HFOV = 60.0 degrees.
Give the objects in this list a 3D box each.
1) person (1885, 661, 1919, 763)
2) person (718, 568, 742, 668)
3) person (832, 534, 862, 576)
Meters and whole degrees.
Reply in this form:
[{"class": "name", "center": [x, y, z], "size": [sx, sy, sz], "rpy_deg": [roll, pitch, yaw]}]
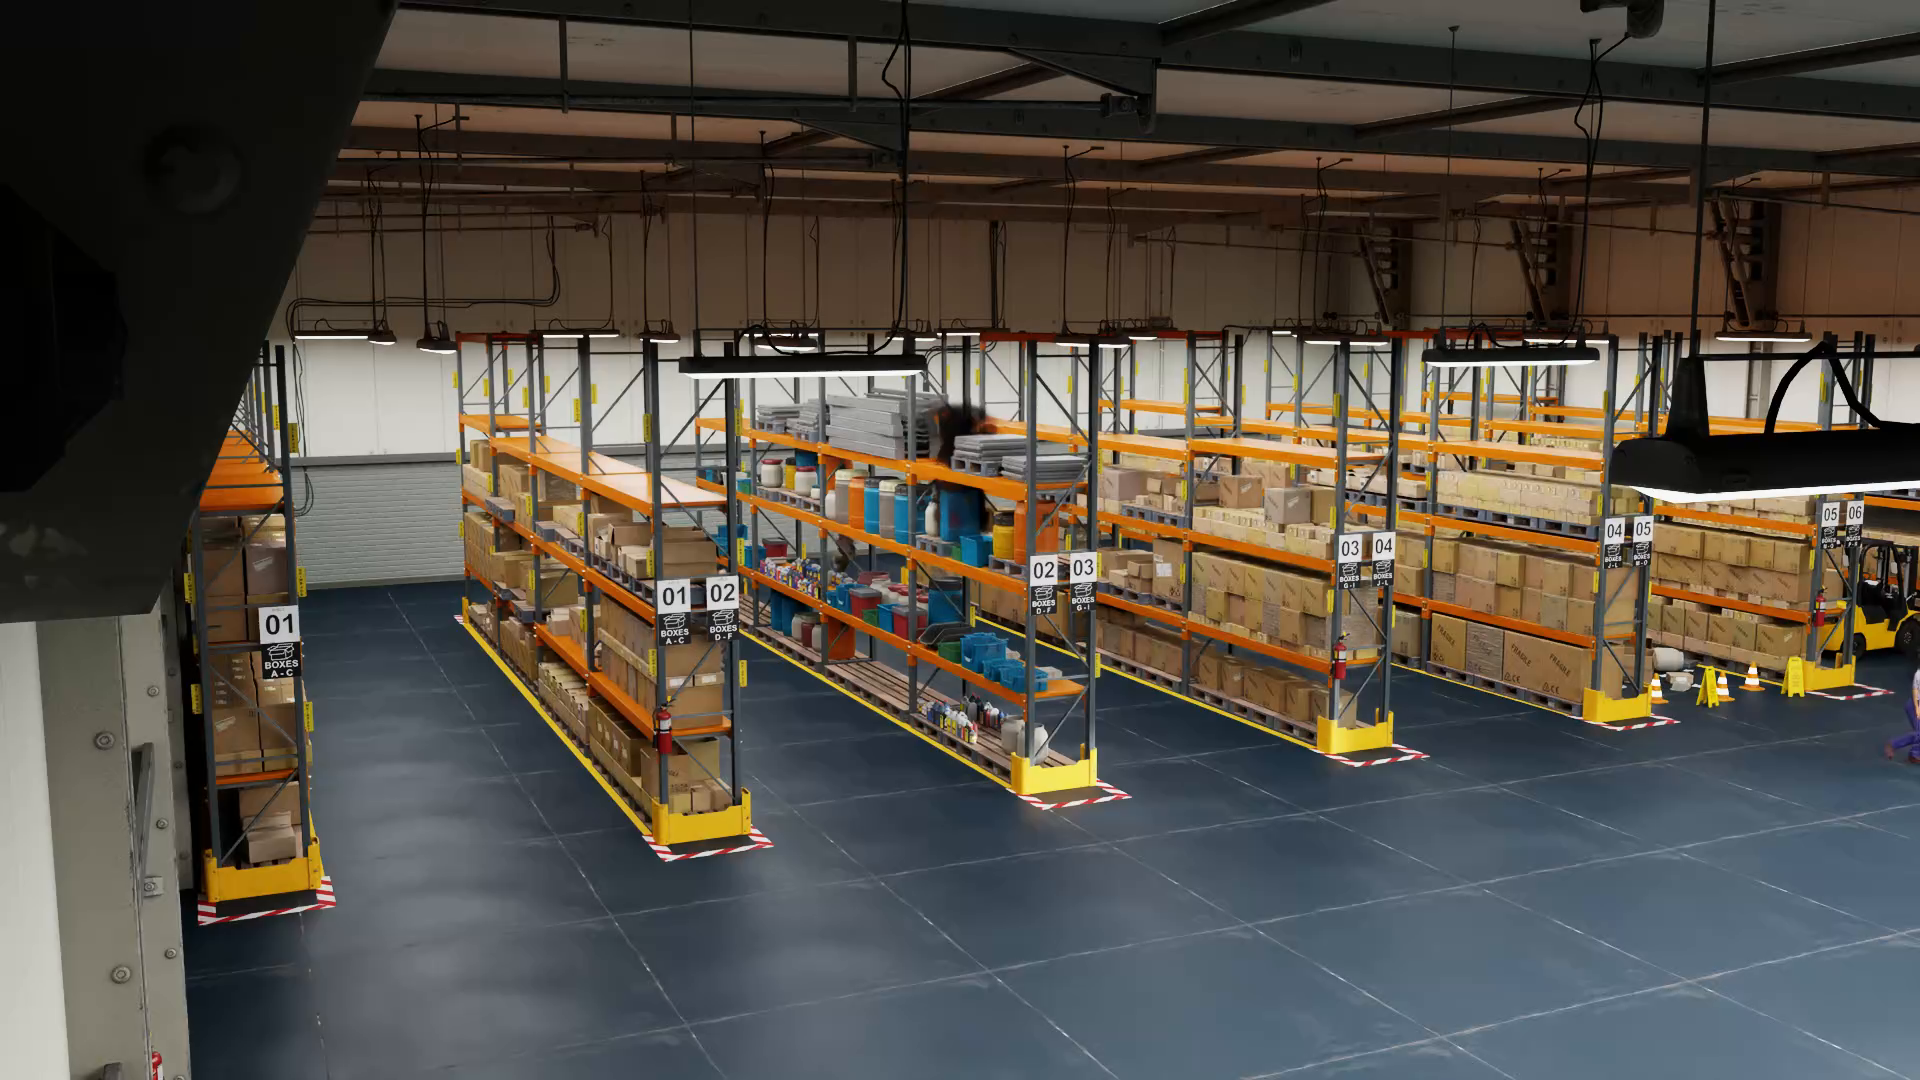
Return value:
[{"class": "person", "center": [13.487, 2.374, 23.524], "size": [0.758, 1.581, 0.543], "rpy_deg": [-7, 11, -44]}, {"class": "person", "center": [-4.304, 1.400, 30.281], "size": [0.646, 1.792, 0.803], "rpy_deg": [-3, 8, -23]}, {"class": "person", "center": [-2.722, 0.091, 40.539], "size": [0.882, 1.591, 0.739], "rpy_deg": [4, 8, 25]}]
